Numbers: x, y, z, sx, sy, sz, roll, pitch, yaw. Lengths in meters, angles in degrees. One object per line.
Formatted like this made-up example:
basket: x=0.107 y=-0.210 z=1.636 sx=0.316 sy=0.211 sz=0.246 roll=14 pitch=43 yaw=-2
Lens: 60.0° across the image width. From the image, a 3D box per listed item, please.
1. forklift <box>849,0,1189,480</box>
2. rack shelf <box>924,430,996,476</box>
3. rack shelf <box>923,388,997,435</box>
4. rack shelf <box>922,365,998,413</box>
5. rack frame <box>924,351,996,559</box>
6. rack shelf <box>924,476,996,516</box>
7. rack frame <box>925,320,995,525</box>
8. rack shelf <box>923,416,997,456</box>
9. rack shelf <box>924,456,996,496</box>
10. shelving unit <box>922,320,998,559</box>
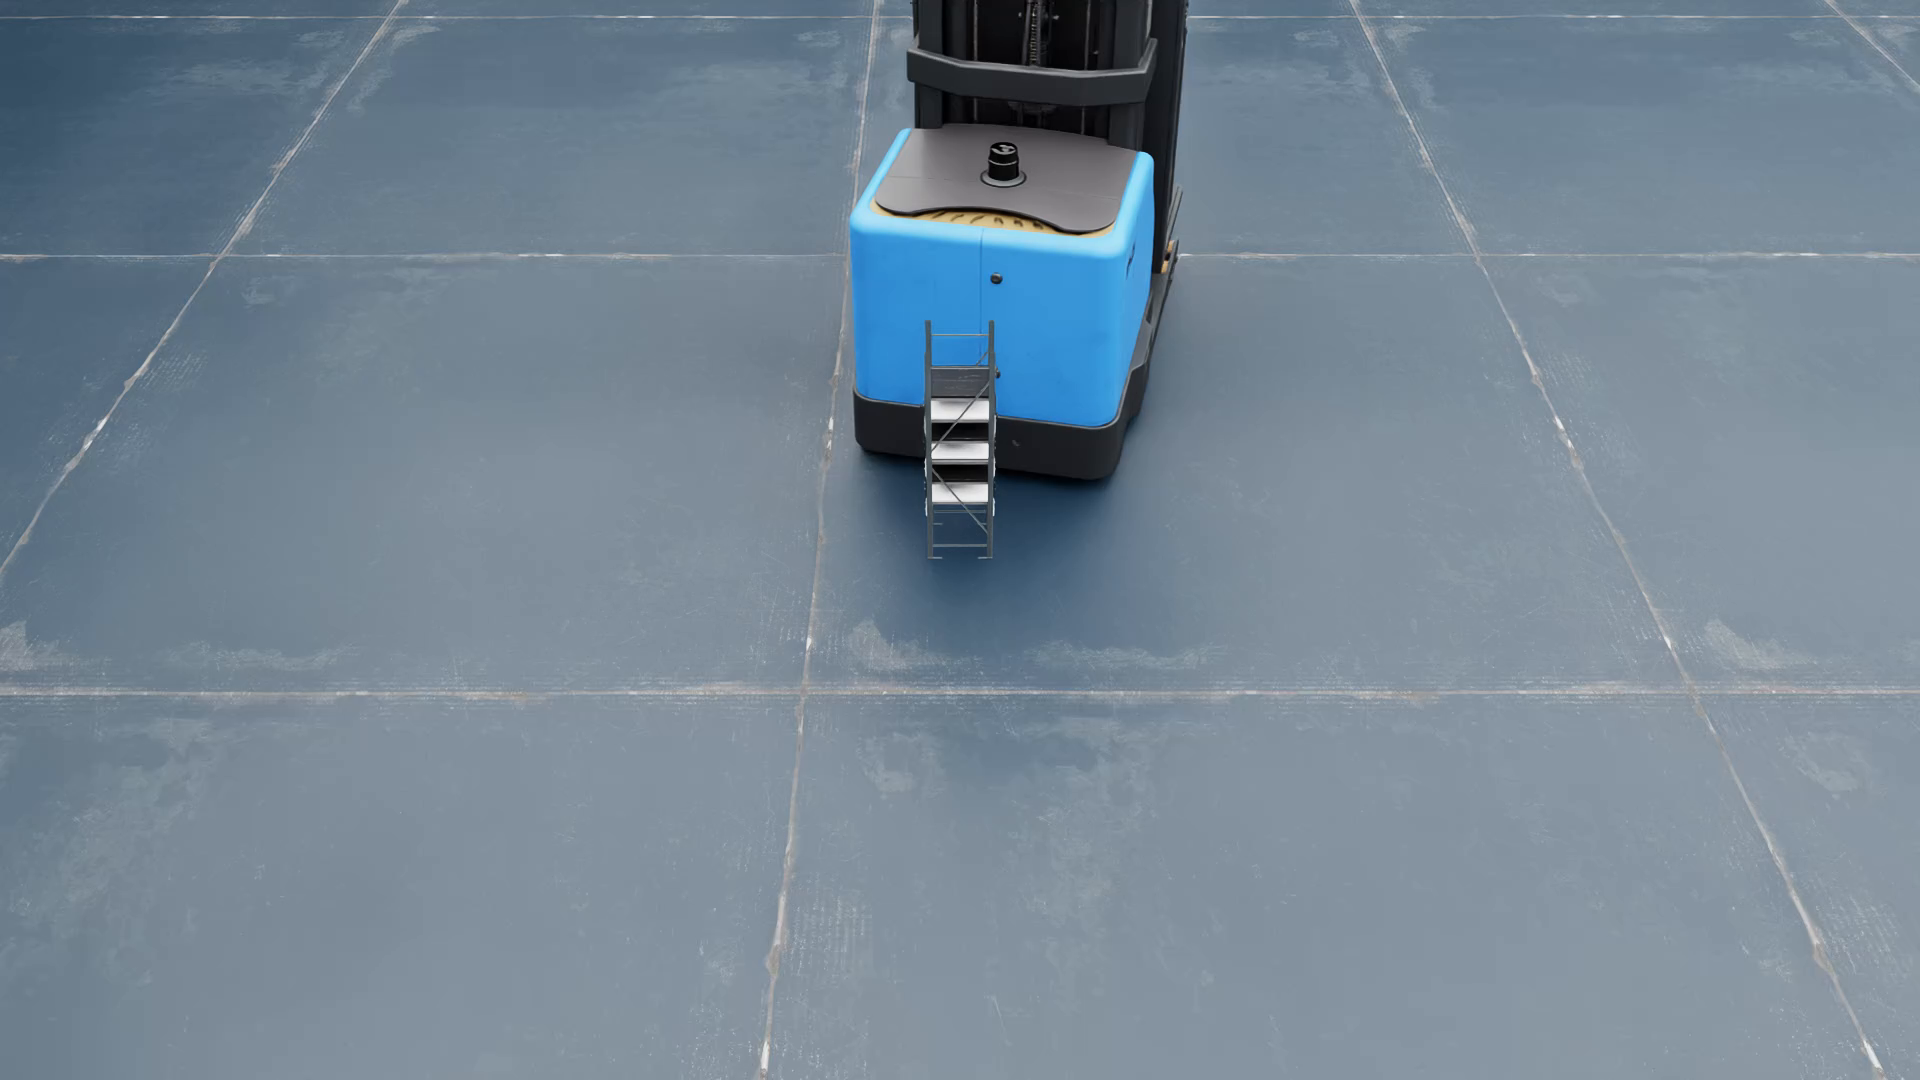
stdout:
forklift: x=0.406 y=-2.303 z=6.780 sx=1.130 sy=2.935 sz=3.031 roll=8 pitch=39 yaw=10
rack shelf: x=0.000 y=-0.320 z=5.983 sx=0.258 sy=0.077 sz=0.200 roll=0 pitch=39 yaw=0
rack shelf: x=0.000 y=-0.461 z=5.871 sx=0.258 sy=0.077 sz=0.200 roll=0 pitch=39 yaw=0
rack shelf: x=0.000 y=-0.531 z=5.814 sx=0.258 sy=0.077 sz=0.200 roll=0 pitch=39 yaw=0
rack frame: x=0.000 y=-0.282 z=5.883 sx=0.240 sy=0.900 sz=0.006 roll=0 pitch=39 yaw=0
rack shelf: x=0.000 y=-0.180 z=6.096 sx=0.258 sy=0.077 sz=0.200 roll=0 pitch=39 yaw=0
rack frame: x=0.000 y=-0.410 z=6.042 sx=0.240 sy=0.900 sz=0.006 roll=0 pitch=39 yaw=0
rack shelf: x=0.000 y=-0.390 z=5.927 sx=0.258 sy=0.077 sz=0.200 roll=0 pitch=39 yaw=0
rack shelf: x=0.000 y=-0.250 z=6.039 sx=0.258 sy=0.077 sz=0.200 roll=0 pitch=39 yaw=0
shelving unit: x=0.000 y=-0.346 z=5.962 sx=0.258 sy=0.900 sz=0.210 roll=0 pitch=39 yaw=0
